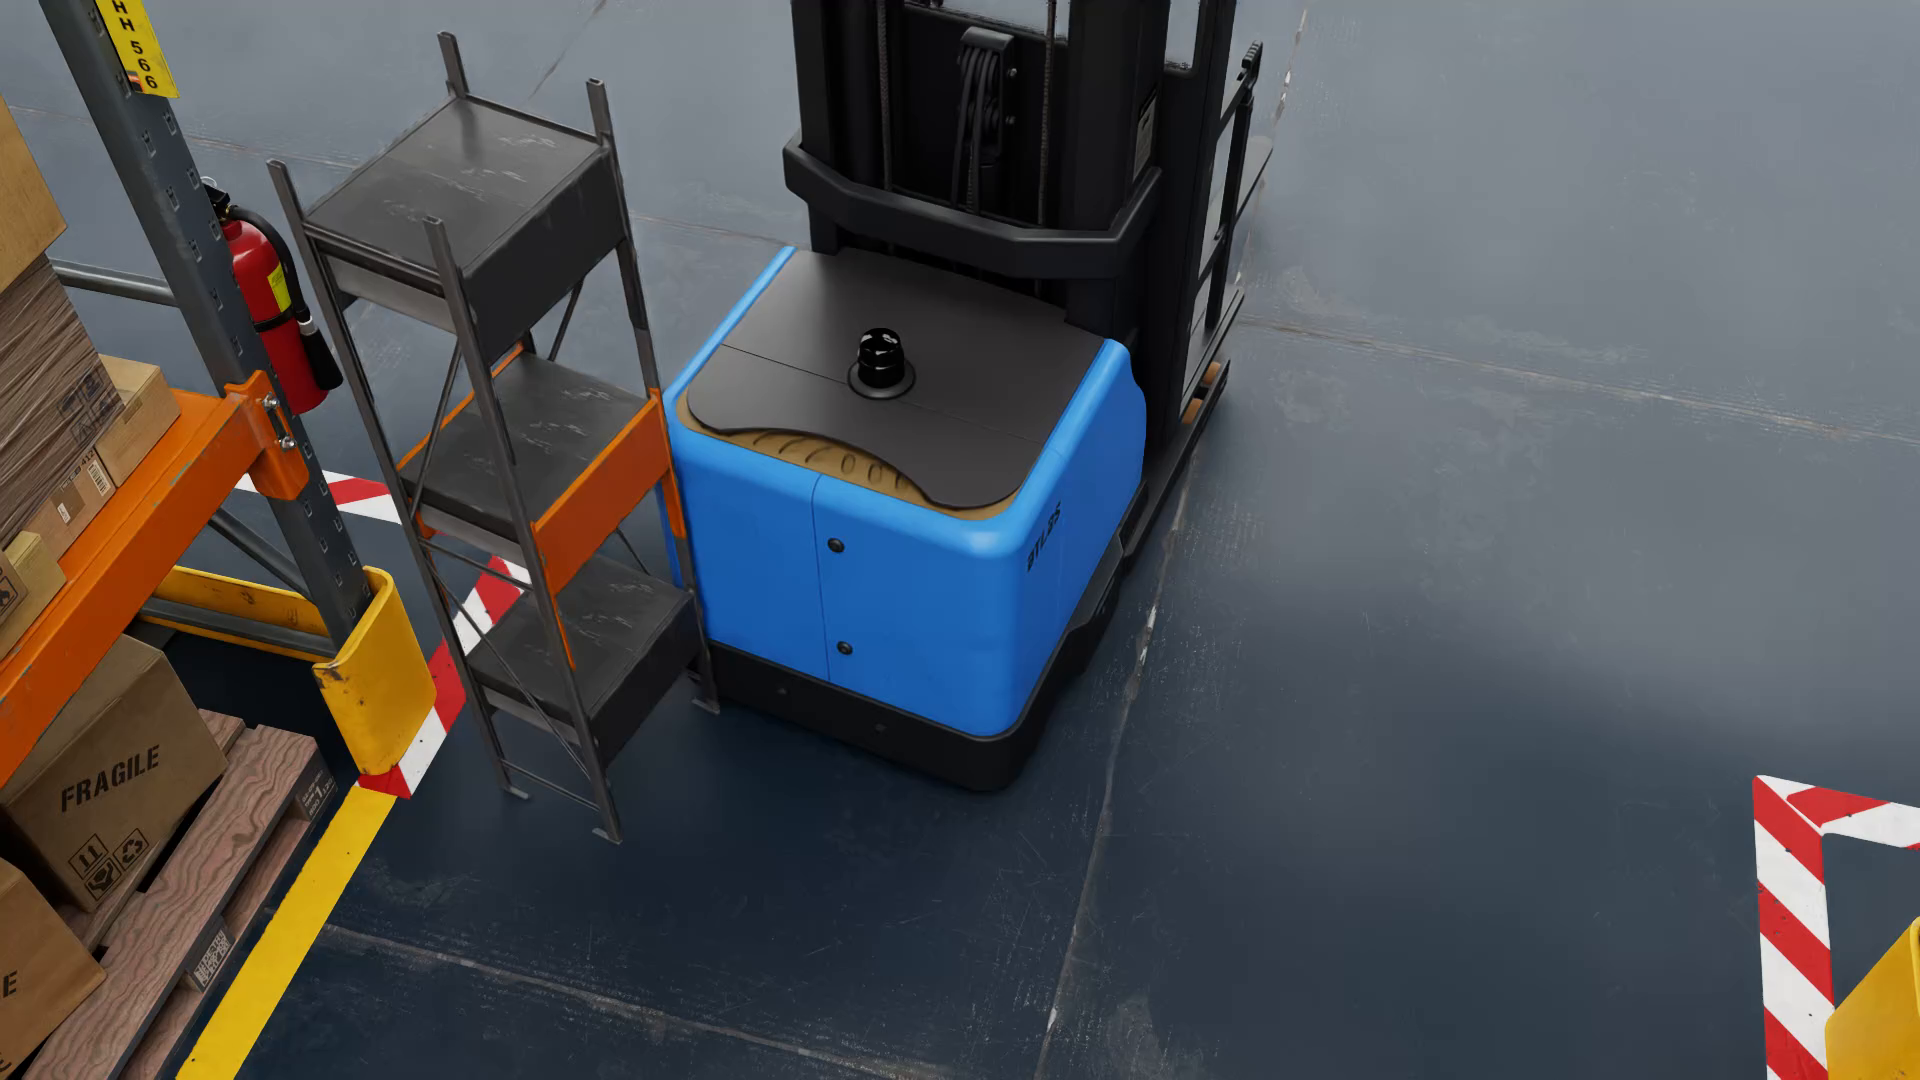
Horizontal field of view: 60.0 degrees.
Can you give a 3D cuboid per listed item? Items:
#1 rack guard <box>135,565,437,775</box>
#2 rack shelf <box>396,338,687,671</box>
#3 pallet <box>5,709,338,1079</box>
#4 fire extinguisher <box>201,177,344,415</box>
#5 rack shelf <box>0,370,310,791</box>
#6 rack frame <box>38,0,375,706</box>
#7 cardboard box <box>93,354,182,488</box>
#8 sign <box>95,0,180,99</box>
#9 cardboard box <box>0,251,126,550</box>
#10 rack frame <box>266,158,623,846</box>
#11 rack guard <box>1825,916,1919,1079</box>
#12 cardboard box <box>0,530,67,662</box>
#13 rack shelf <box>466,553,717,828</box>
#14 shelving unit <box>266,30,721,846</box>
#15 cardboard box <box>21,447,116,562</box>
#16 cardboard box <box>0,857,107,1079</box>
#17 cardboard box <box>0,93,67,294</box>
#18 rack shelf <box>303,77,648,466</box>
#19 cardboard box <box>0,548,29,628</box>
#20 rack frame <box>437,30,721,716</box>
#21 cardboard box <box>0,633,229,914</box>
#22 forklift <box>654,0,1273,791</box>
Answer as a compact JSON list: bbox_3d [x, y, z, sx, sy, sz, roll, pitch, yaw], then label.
[{"bbox_3d":[-2.119,0.267,4.681,1.175,0.500,0.348,12,50,10],"label":"rack guard"},{"bbox_3d":[-0.986,-0.090,3.947,0.431,0.518,0.480,21,52,18],"label":"rack shelf"},{"bbox_3d":[-2.367,0.943,4.277,1.003,0.211,1.213,12,50,10],"label":"pallet"},{"bbox_3d":[-1.625,-0.581,3.814,0.296,0.674,0.183,12,50,10],"label":"fire extinguisher"},{"bbox_3d":[-2.626,1.070,2.785,1.077,0.370,4.000,12,50,10],"label":"rack shelf"},{"bbox_3d":[-2.099,-0.615,3.792,1.000,3.000,0.127,12,50,10],"label":"rack frame"},{"bbox_3d":[-1.975,-0.285,3.668,0.380,0.149,0.250,12,50,10],"label":"cardboard box"},{"bbox_3d":[-1.569,-0.979,3.130,0.100,0.325,0.005,12,50,10],"label":"sign"},{"bbox_3d":[-2.271,-0.354,3.297,0.875,0.500,0.500,12,50,10],"label":"cardboard box"},{"bbox_3d":[-1.099,0.063,3.794,0.400,2.100,0.015,21,52,18],"label":"rack frame"},{"bbox_3d":[2.704,1.254,3.810,1.175,0.500,0.348,12,50,10],"label":"rack guard"},{"bbox_3d":[-2.058,0.087,3.340,0.380,0.149,0.250,12,50,10],"label":"cardboard box"},{"bbox_3d":[-0.986,0.373,4.472,0.431,0.518,0.480,21,52,18],"label":"rack shelf"},{"bbox_3d":[-0.986,-0.099,3.937,0.431,2.100,0.503,21,52,18],"label":"shelving unit"},{"bbox_3d":[-2.042,-0.104,3.509,0.380,0.149,0.250,12,50,10],"label":"cardboard box"},{"bbox_3d":[-2.404,0.961,3.788,0.500,0.500,0.500,24,53,20],"label":"cardboard box"},{"bbox_3d":[-2.006,-0.631,2.874,0.500,0.500,0.500,12,50,10],"label":"cardboard box"},{"bbox_3d":[-0.986,-0.553,3.423,0.431,0.518,0.480,21,52,18],"label":"rack shelf"},{"bbox_3d":[-2.286,0.031,2.957,0.875,0.500,0.500,12,50,10],"label":"cardboard box"},{"bbox_3d":[-0.873,-0.262,4.080,0.400,2.100,0.015,21,52,18],"label":"rack frame"},{"bbox_3d":[-2.280,0.522,4.176,0.500,0.500,0.500,20,52,17],"label":"cardboard box"},{"bbox_3d":[0.260,-1.407,4.537,1.130,2.935,3.031,18,51,16],"label":"forklift"}]
